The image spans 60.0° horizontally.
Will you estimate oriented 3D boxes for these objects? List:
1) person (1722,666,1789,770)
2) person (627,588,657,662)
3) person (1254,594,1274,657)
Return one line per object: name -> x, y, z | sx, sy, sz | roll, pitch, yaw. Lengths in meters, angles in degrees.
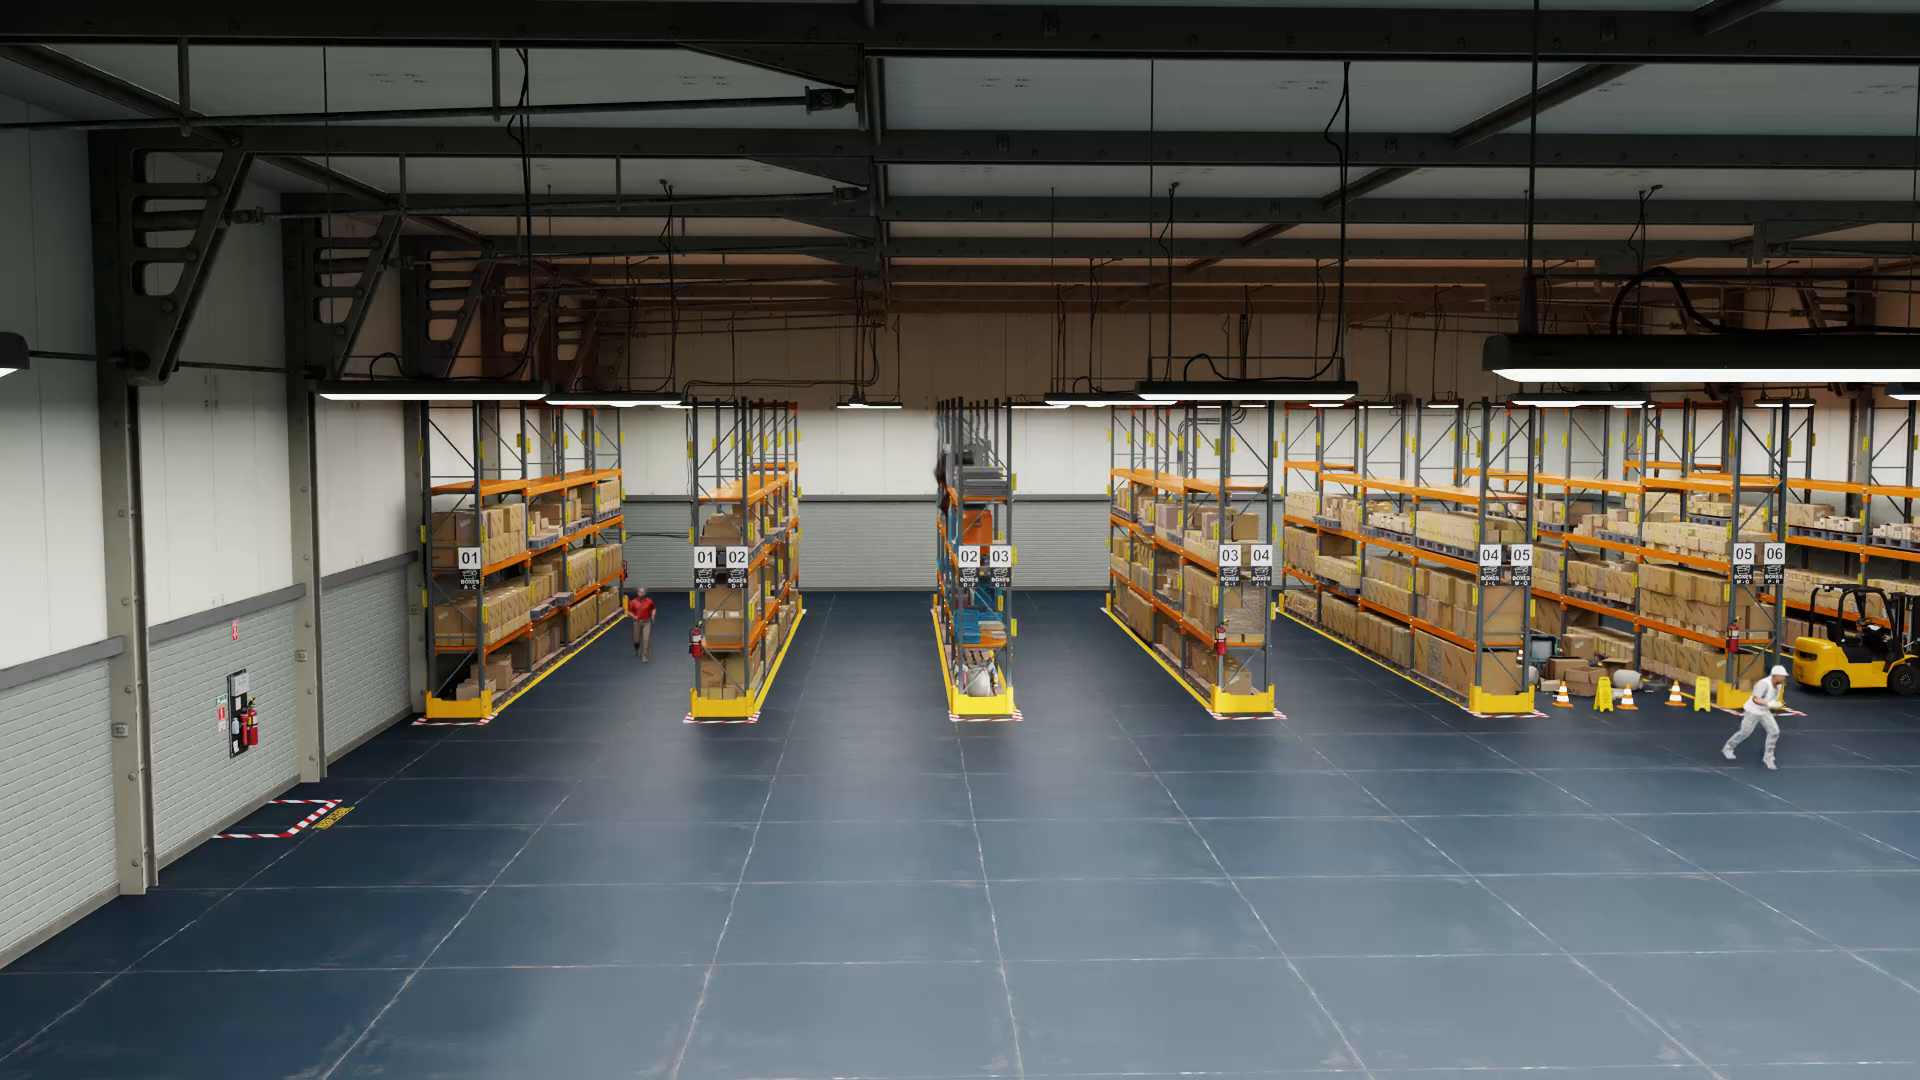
person -> 12.845, 2.839, 26.839 | 0.729, 1.726, 1.034 | -3, 5, -35
person -> -7.289, 1.933, 38.142 | 0.674, 1.680, 0.782 | -1, 5, -15
person -> 7.063, 1.821, 39.138 | 0.631, 1.852, 0.782 | 0, 4, 1
